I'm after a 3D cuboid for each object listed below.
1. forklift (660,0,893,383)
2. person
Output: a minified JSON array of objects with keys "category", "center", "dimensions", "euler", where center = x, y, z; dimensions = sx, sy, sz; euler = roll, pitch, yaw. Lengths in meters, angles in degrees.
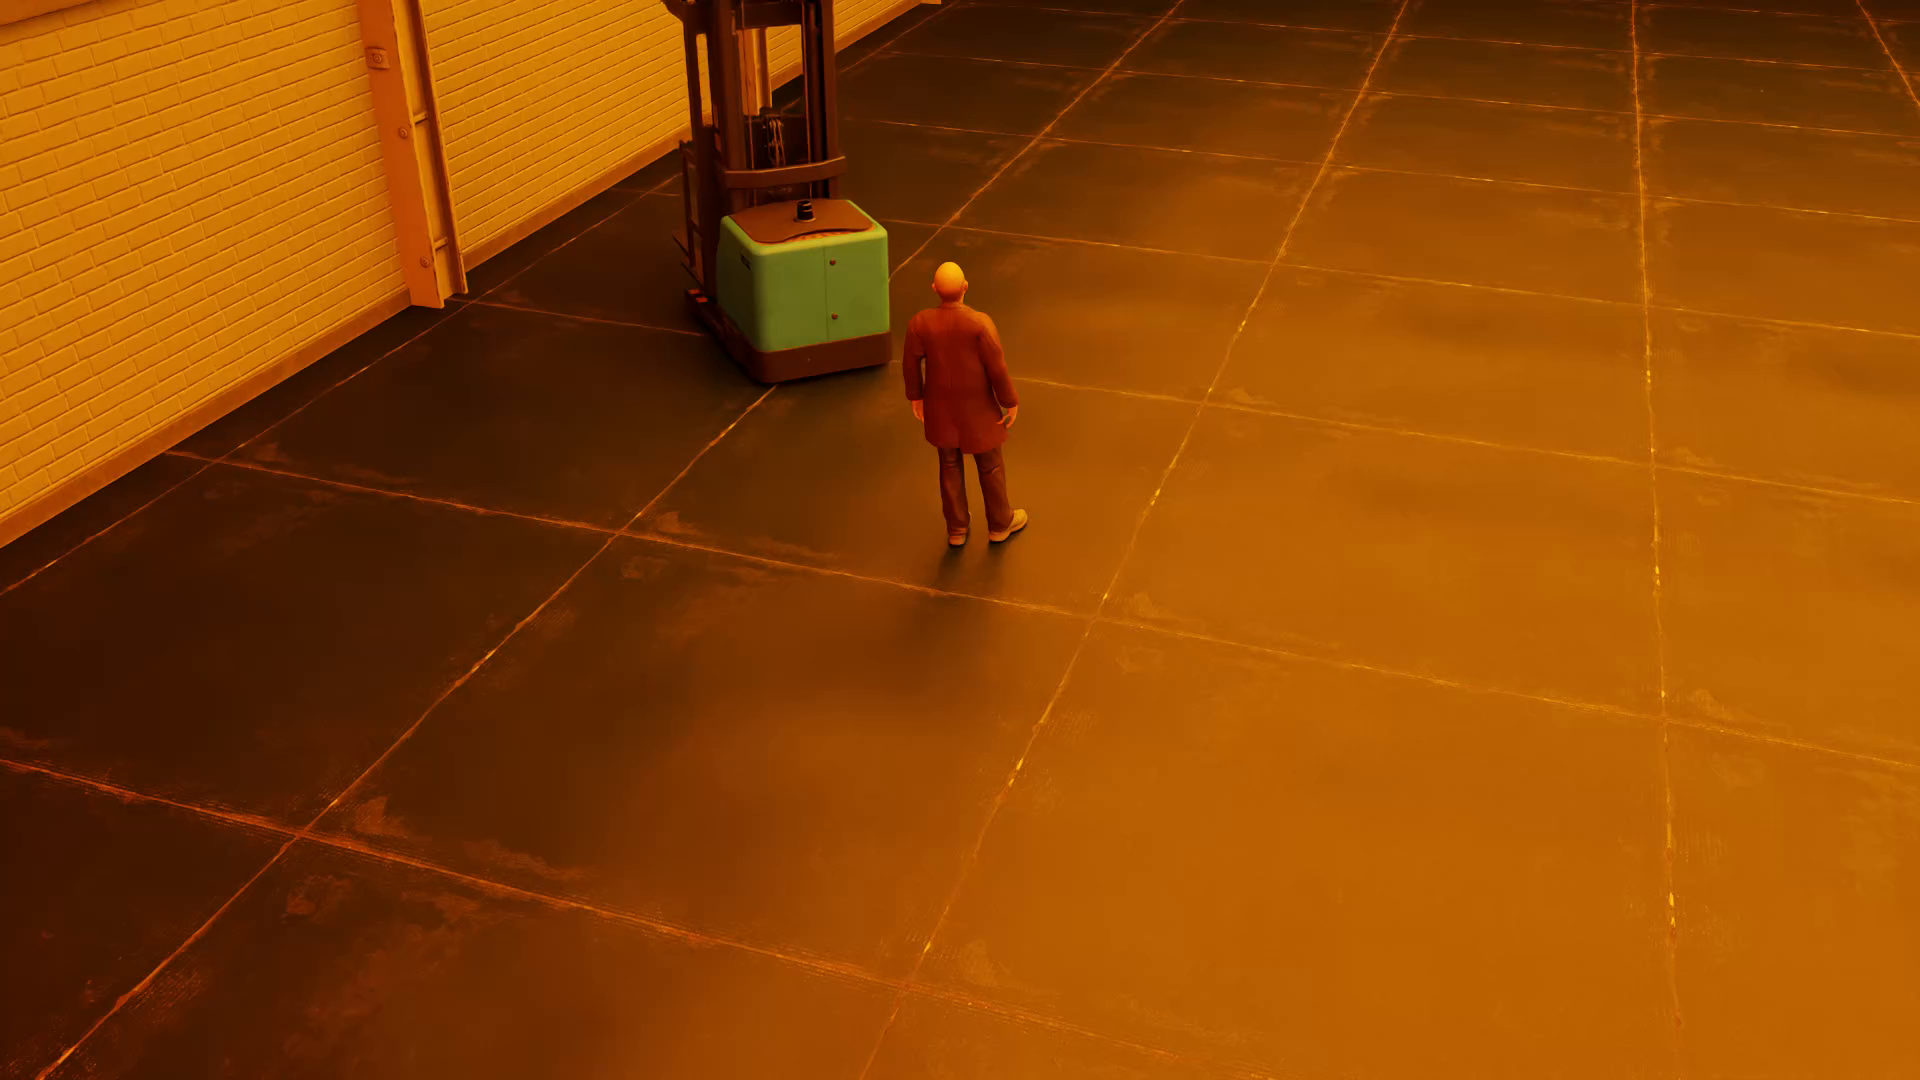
[{"category":"forklift","center":[-1.557,-3.109,12.591],"dimensions":[1.130,2.935,3.031],"euler":[-12,32,-21]},{"category":"person","center":[0.034,-0.820,9.726],"dimensions":[0.694,1.775,0.582],"euler":[10,31,16]}]
